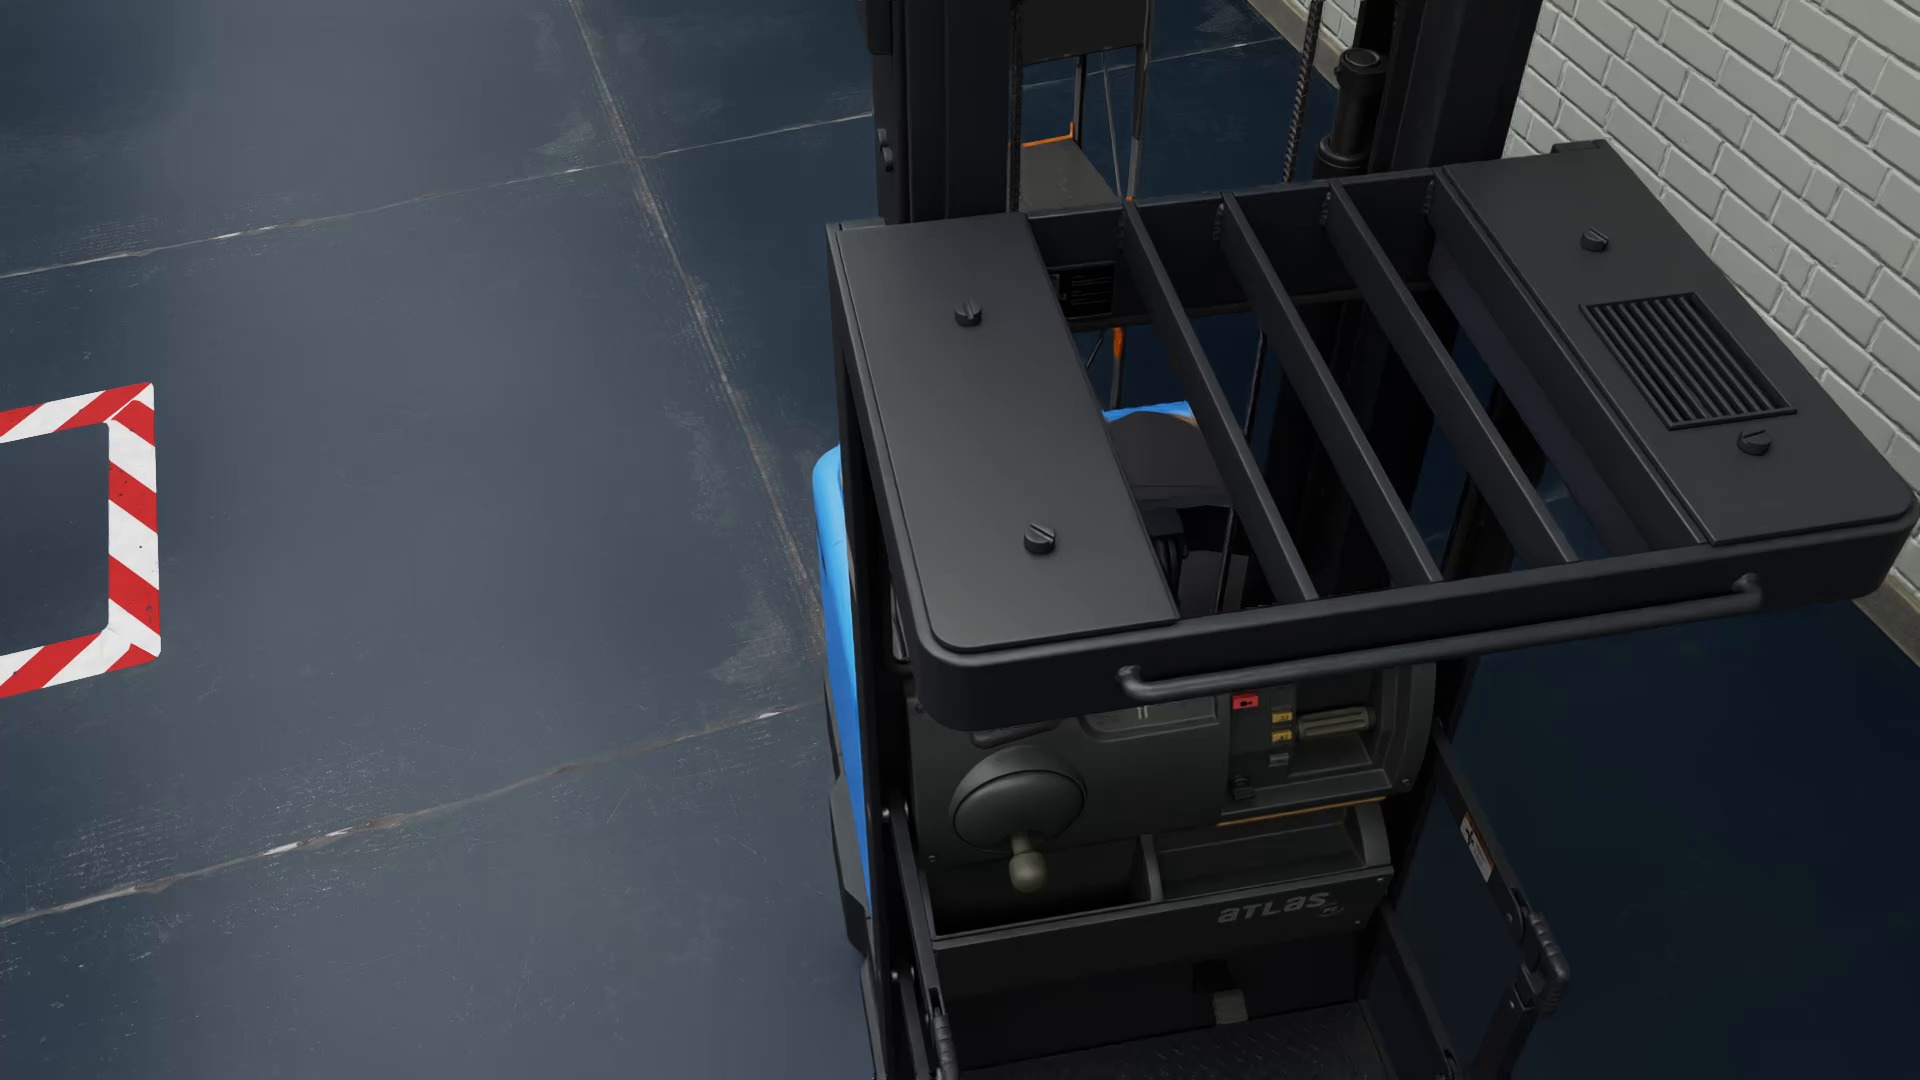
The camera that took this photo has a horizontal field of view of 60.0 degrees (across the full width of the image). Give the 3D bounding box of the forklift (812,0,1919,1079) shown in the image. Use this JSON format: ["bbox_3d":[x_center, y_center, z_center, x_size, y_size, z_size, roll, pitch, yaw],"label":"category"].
[{"bbox_3d":[0.415,0.457,2.725,1.130,2.935,3.031,-8,46,-8],"label":"forklift"}]

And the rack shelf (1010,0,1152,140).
[{"bbox_3d":[0.156,-1.266,4.060,0.480,0.518,0.431,-14,47,-14],"label":"rack shelf"}]

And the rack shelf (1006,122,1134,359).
[{"bbox_3d":[0.156,-0.771,4.556,0.480,0.518,0.431,-14,47,-14],"label":"rack shelf"}]

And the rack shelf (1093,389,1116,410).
[{"bbox_3d":[0.156,-0.277,5.051,0.480,0.518,0.431,-14,47,-14],"label":"rack shelf"}]

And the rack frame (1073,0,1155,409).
[{"bbox_3d":[0.385,-0.840,4.604,0.015,2.100,0.400,-14,47,-14],"label":"rack frame"}]

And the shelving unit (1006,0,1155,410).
[{"bbox_3d":[0.156,-0.781,4.546,0.503,2.100,0.431,-14,47,-14],"label":"shelving unit"}]
